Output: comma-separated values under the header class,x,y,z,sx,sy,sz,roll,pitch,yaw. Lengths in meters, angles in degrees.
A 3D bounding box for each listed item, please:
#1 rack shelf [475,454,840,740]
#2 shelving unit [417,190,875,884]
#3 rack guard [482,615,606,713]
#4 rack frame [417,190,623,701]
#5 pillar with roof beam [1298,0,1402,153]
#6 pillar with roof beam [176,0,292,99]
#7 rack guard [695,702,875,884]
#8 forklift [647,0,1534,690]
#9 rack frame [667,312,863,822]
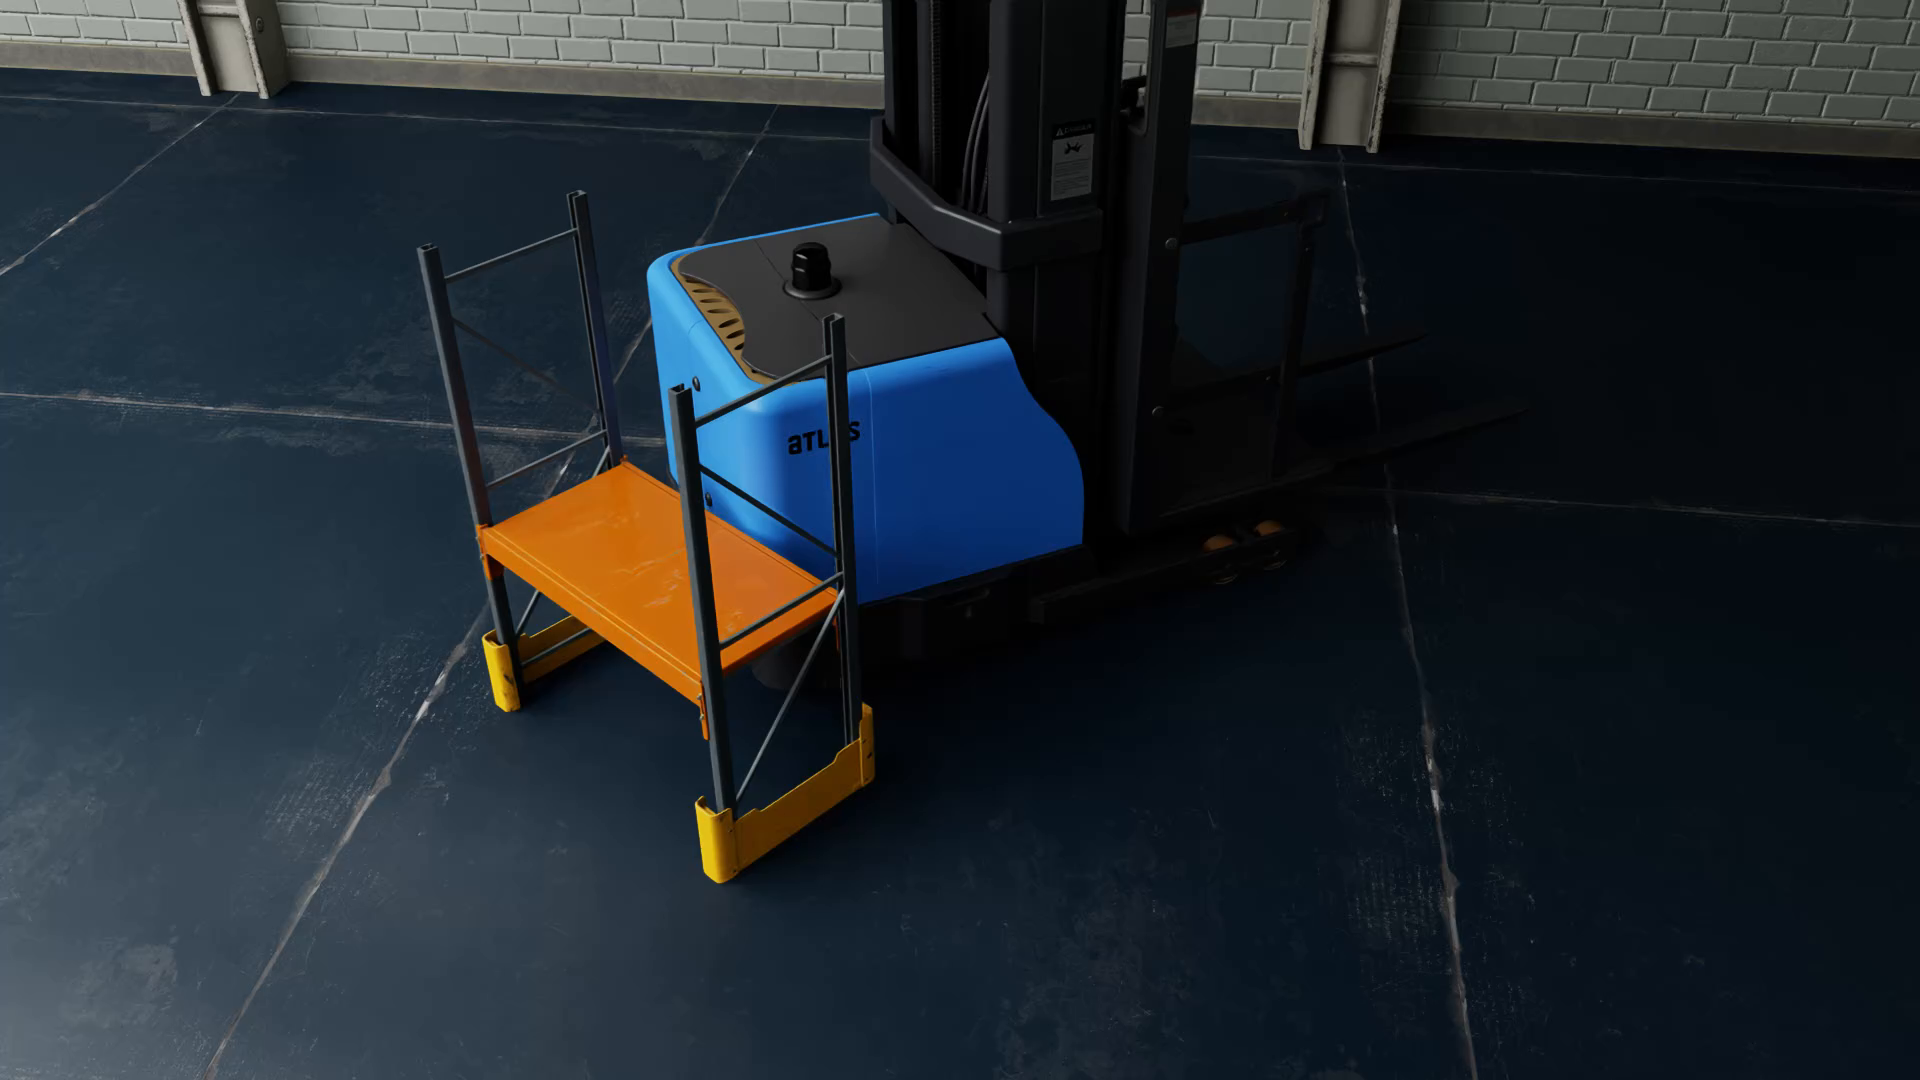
class,x,y,z,sx,sy,sz,roll,pitch,yaw
rack shelf,-0.822,0.126,4.592,1.000,0.185,0.538,29,45,34
shelving unit,-0.828,-0.024,4.493,1.083,1.500,0.587,29,45,34
rack guard,-1.188,0.284,5.136,0.087,0.250,0.587,29,45,34
rack frame,-1.189,-0.225,4.774,0.032,1.500,0.500,29,45,34
pillar with roof beam,1.423,-3.272,2.588,0.400,9.000,9.100,4,36,6
pillar with roof beam,-4.528,-3.716,3.210,0.400,9.000,9.100,4,36,6
rack guard,-0.469,0.685,4.575,0.087,0.250,0.587,29,45,34
forklift,0.579,-1.308,5.060,3.031,2.935,1.130,-15,38,-20
rack frame,-0.455,0.184,4.201,0.032,1.500,0.500,29,45,34
